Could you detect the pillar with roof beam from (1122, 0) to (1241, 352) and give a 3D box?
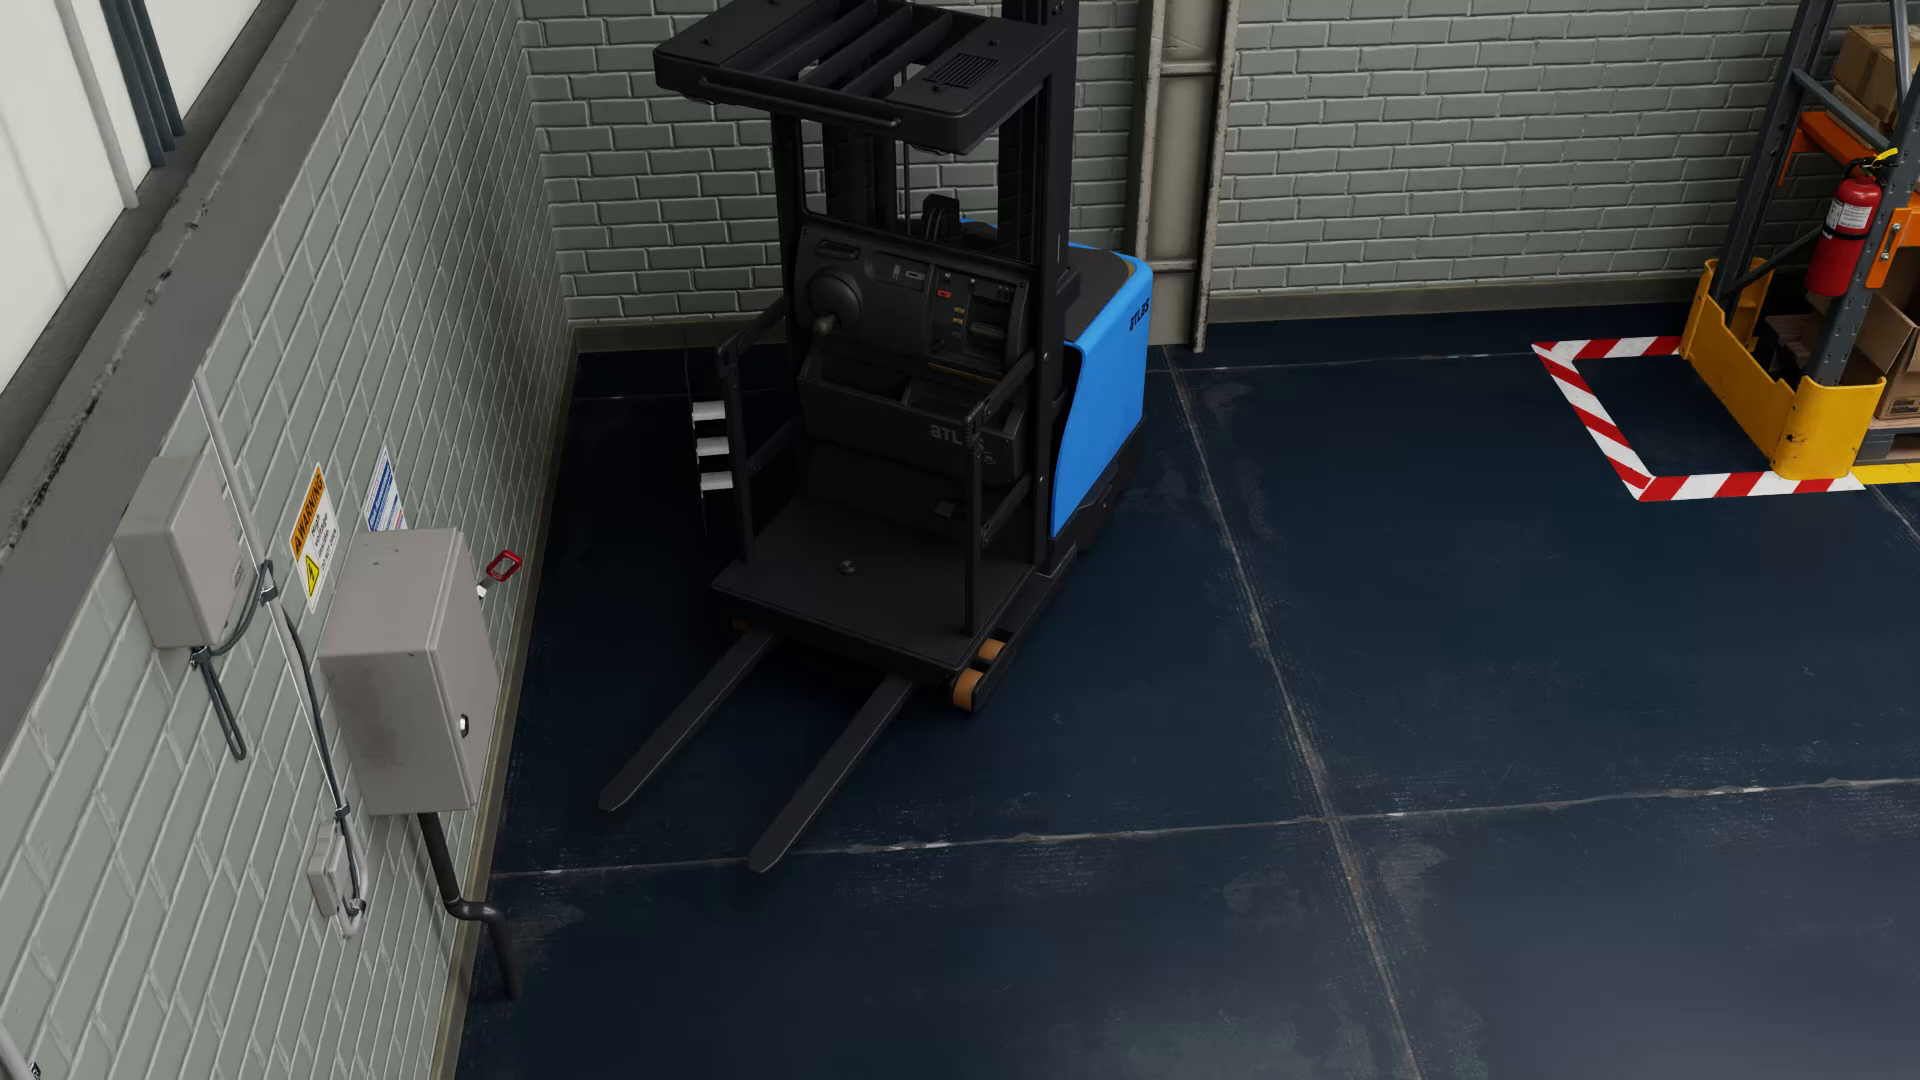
[{"bbox_3d":[1.412,-1.918,2.416,0.400,9.000,9.100,-3,38,-4],"label":"pillar with roof beam"}]

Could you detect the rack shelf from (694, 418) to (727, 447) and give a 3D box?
[{"bbox_3d":[-1.029,-0.507,7.075,0.200,0.077,0.258,-5,39,-6],"label":"rack shelf"}]

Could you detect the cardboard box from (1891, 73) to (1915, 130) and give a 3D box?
[{"bbox_3d":[4.272,-1.728,6.899,0.500,0.250,0.500,-3,38,-4],"label":"cardboard box"}]

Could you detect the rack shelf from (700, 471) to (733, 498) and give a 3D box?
[{"bbox_3d":[-1.029,-0.295,7.242,0.200,0.077,0.258,-5,39,-6],"label":"rack shelf"}]

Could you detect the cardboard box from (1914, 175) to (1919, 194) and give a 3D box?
[{"bbox_3d":[4.148,-1.561,7.010,0.250,0.149,0.380,-3,38,-4],"label":"cardboard box"}]

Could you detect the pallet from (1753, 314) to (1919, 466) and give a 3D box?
[{"bbox_3d":[4.666,-0.765,8.049,1.213,0.211,1.003,-3,38,-4],"label":"pallet"}]

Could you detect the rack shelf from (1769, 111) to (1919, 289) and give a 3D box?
[{"bbox_3d":[5.788,-1.638,7.486,4.000,0.370,1.077,-3,38,-4],"label":"rack shelf"}]

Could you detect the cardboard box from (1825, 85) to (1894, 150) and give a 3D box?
[{"bbox_3d":[4.103,-1.896,7.435,0.250,0.149,0.380,-4,38,-4],"label":"cardboard box"}]

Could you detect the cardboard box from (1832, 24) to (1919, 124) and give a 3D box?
[{"bbox_3d":[4.231,-2.058,7.318,0.500,0.250,0.500,-2,38,-3],"label":"cardboard box"}]

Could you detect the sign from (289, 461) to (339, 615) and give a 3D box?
[{"bbox_3d":[-1.617,-0.008,4.172,0.001,0.242,0.339,-3,38,-4],"label":"sign"}]

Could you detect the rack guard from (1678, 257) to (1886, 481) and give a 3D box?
[{"bbox_3d":[3.872,-0.834,7.903,0.348,0.500,1.175,-3,38,-4],"label":"rack guard"}]

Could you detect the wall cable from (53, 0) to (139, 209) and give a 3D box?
[{"bbox_3d":[-1.465,-1.082,1.357,0.029,3.000,2.355,-3,38,-4],"label":"wall cable"}]

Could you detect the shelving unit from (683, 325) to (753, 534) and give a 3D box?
[{"bbox_3d":[-1.029,-0.463,7.110,0.210,0.900,0.258,-5,39,-6],"label":"shelving unit"}]

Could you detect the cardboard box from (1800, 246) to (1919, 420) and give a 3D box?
[{"bbox_3d":[4.414,-0.971,7.735,0.637,0.503,0.797,-5,39,-6],"label":"cardboard box"}]

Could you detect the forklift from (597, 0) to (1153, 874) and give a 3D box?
[{"bbox_3d":[-0.279,-0.805,5.904,1.130,2.935,3.031,17,41,21],"label":"forklift"}]

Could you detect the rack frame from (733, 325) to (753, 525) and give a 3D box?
[{"bbox_3d":[-0.929,-0.472,7.121,0.006,0.900,0.240,-5,39,-6],"label":"rack frame"}]

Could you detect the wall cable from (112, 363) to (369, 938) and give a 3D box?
[{"bbox_3d":[-1.512,0.302,3.626,0.122,1.984,0.588,-3,38,-4],"label":"wall cable"}]

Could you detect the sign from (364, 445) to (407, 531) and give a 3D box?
[{"bbox_3d":[-1.666,0.015,4.886,0.001,0.494,0.329,-3,38,-4],"label":"sign"}]

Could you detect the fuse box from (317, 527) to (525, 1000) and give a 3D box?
[{"bbox_3d":[-1.416,0.777,4.884,0.414,1.711,0.539,-3,38,-4],"label":"fuse box"}]

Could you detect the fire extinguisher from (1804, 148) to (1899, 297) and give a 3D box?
[{"bbox_3d":[3.691,-1.341,6.892,0.183,0.674,0.296,-3,38,-4],"label":"fire extinguisher"}]

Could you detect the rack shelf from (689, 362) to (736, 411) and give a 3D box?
[{"bbox_3d":[-1.029,-0.648,6.963,0.200,0.077,0.258,-5,39,-6],"label":"rack shelf"}]

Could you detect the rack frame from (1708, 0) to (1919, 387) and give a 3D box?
[{"bbox_3d":[3.796,-1.811,7.124,0.127,3.000,1.000,-3,38,-4],"label":"rack frame"}]

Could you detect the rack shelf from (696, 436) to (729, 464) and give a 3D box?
[{"bbox_3d":[-1.029,-0.436,7.130,0.200,0.077,0.258,-5,39,-6],"label":"rack shelf"}]

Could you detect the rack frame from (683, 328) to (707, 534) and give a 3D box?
[{"bbox_3d":[-1.130,-0.454,7.098,0.006,0.900,0.240,-5,39,-6],"label":"rack frame"}]

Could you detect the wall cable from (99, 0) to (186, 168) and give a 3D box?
[{"bbox_3d":[-1.674,-2.818,3.526,0.133,3.039,2.988,-3,38,-4],"label":"wall cable"}]

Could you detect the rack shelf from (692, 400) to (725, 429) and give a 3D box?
[{"bbox_3d":[-1.029,-0.578,7.019,0.200,0.077,0.258,-5,39,-6],"label":"rack shelf"}]

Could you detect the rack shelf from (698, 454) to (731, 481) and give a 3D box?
[{"bbox_3d":[-1.029,-0.366,7.186,0.200,0.077,0.258,-5,39,-6],"label":"rack shelf"}]
